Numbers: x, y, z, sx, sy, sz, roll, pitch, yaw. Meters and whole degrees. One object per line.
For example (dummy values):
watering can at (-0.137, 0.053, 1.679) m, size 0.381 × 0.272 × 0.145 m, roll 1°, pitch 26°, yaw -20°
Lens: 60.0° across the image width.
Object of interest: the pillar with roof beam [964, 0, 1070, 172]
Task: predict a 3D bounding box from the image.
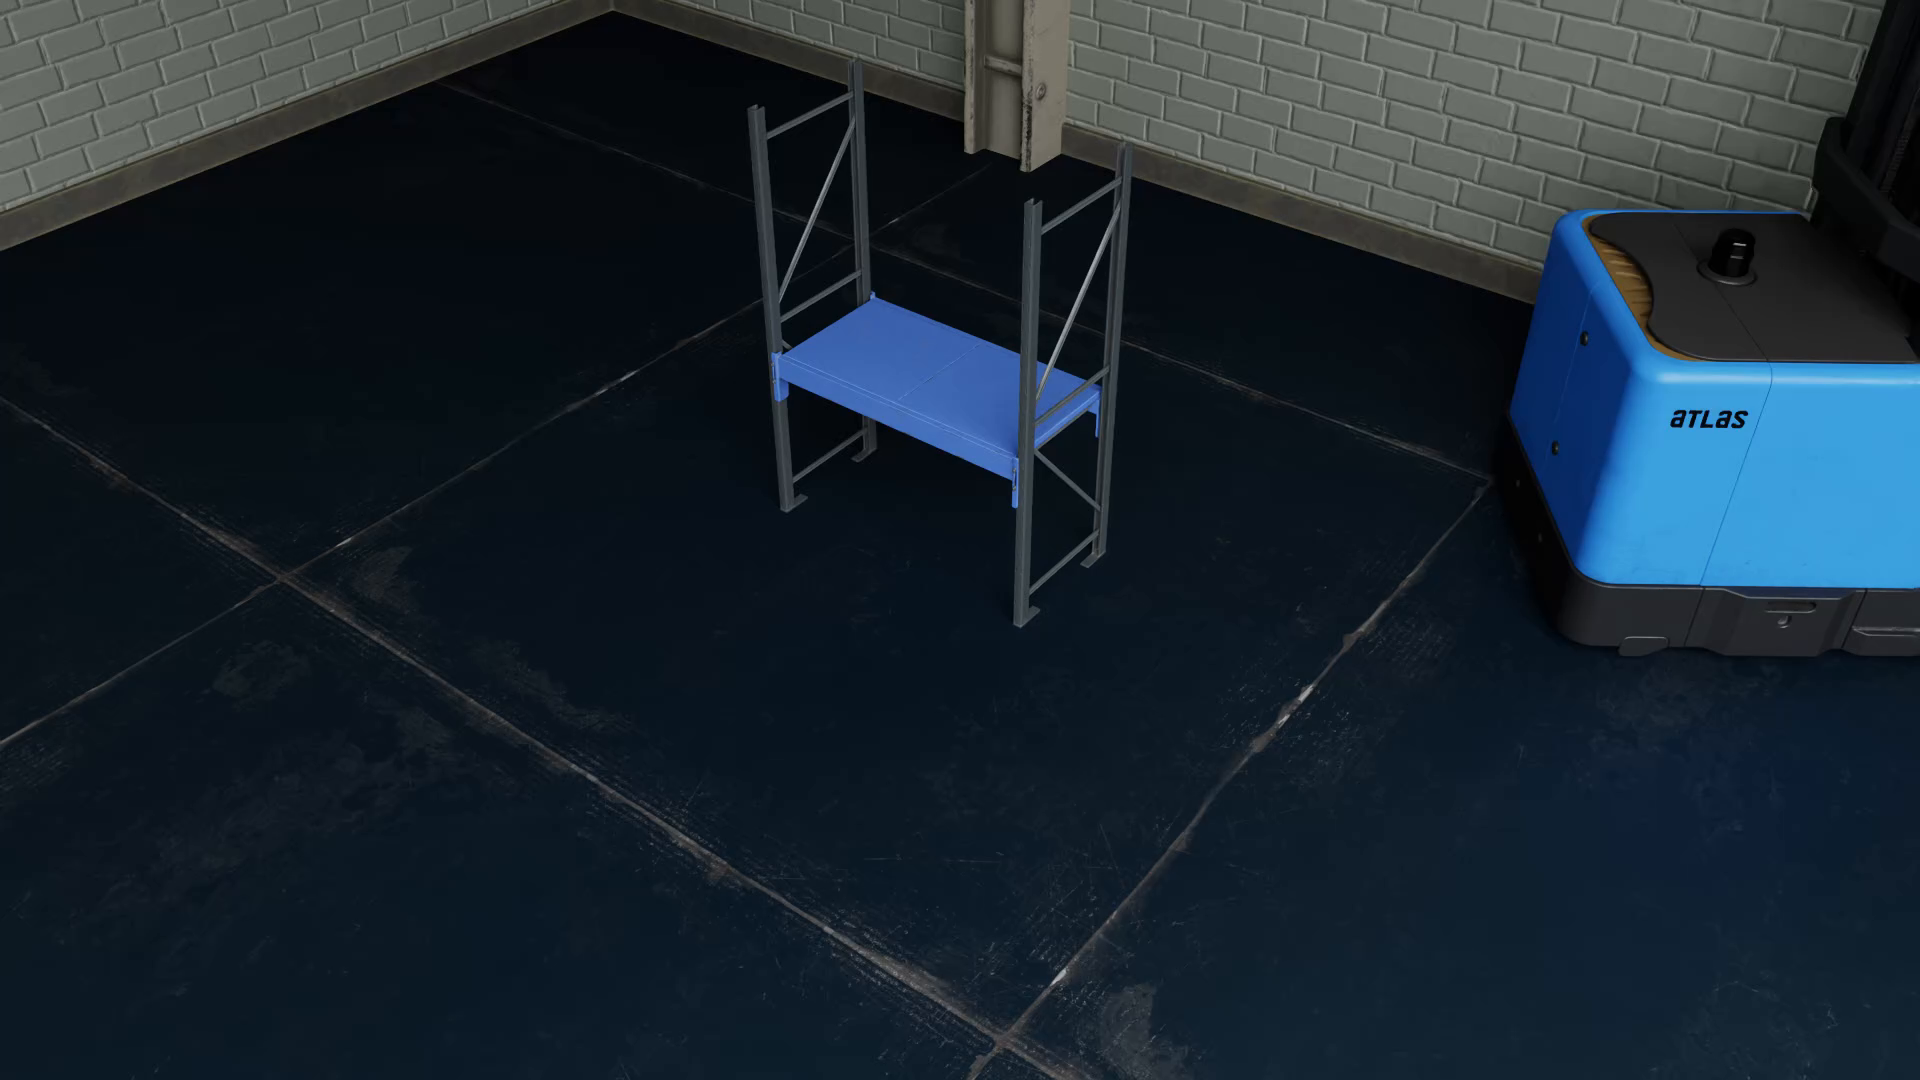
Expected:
pillar with roof beam at (-2.350, -3.354, 2.734) m, size 0.400 × 9.000 × 9.100 m, roll 25°, pitch 45°, yaw 29°

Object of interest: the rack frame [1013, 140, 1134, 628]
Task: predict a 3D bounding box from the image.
rack frame at (0.336, -0.432, 5.085) m, size 0.032 × 1.500 × 0.500 m, roll 25°, pitch 45°, yaw 29°

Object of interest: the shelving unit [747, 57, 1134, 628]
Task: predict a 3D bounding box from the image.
shelving unit at (-0.068, -0.622, 5.328) m, size 1.048 × 1.500 × 0.538 m, roll 25°, pitch 45°, yaw 29°

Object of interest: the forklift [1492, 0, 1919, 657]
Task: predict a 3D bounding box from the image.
forklift at (3.411, -1.069, 4.738) m, size 3.031 × 2.935 × 1.130 m, roll 1°, pitch 38°, yaw 1°

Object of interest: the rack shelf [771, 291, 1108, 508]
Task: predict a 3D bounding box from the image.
rack shelf at (-0.068, -0.481, 5.439) m, size 1.000 × 0.185 × 0.538 m, roll 25°, pitch 45°, yaw 29°

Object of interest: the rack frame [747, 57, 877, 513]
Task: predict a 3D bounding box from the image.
rack frame at (-0.472, -0.813, 5.572) m, size 0.032 × 1.500 × 0.500 m, roll 25°, pitch 45°, yaw 29°
